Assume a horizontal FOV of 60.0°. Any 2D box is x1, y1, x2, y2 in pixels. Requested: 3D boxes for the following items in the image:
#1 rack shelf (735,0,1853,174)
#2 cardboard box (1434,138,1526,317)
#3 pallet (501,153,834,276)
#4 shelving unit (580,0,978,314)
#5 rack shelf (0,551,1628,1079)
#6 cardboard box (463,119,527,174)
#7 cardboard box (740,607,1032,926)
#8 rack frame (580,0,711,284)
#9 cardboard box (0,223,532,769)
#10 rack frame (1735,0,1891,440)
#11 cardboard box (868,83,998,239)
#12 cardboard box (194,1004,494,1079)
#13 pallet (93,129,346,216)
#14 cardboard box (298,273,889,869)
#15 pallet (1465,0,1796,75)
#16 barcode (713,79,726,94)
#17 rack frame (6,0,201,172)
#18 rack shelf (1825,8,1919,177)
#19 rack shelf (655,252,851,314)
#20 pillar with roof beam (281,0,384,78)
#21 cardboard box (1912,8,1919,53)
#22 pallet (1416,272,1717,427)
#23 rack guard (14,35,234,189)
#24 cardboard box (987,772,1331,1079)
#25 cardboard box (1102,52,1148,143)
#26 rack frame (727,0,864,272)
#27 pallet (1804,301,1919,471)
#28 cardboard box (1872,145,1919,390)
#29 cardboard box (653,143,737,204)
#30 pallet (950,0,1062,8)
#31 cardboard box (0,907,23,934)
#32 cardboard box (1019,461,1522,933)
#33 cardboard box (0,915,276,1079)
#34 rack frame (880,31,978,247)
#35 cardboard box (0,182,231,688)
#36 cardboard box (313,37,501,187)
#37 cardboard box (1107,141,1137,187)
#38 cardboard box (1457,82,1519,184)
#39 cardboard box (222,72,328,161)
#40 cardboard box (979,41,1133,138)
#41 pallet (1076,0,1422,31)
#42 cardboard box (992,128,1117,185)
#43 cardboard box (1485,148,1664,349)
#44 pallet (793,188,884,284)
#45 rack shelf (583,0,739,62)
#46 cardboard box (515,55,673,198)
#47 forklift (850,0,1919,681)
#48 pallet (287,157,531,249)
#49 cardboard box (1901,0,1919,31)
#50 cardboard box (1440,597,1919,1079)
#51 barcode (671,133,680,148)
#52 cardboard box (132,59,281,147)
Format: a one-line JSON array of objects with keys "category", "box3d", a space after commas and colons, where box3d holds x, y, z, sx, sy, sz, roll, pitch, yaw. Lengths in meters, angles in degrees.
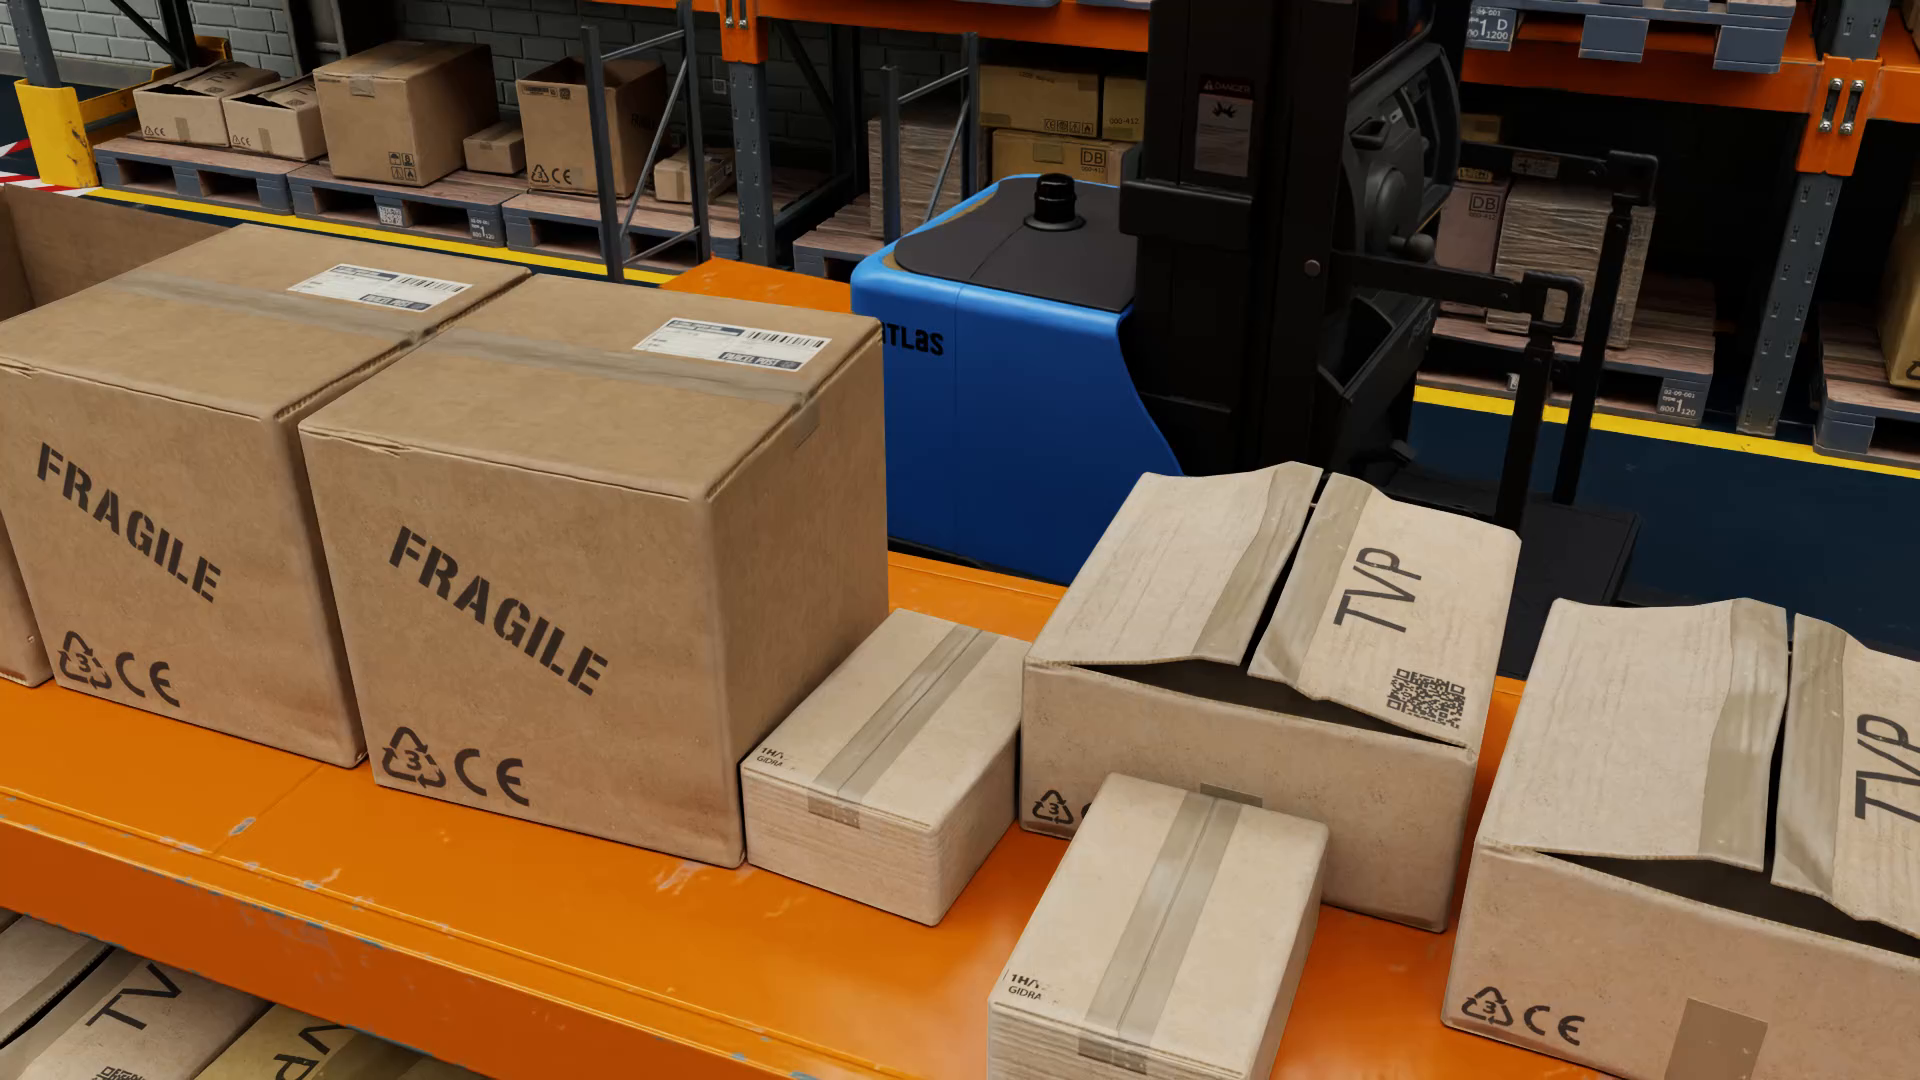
[{"category": "rack shelf", "box3d": [1.154, -1.957, 6.395, 4.000, 0.370, 1.077, 11, 31, 19]}, {"category": "cardboard box", "box3d": [1.886, -1.261, 6.526, 0.500, 0.500, 0.700, 11, 31, 19]}, {"category": "pallet", "box3d": [-1.335, -1.534, 7.750, 1.213, 0.211, 1.003, 11, 31, 19]}, {"category": "shelving unit", "box3d": [-0.520, -0.823, 5.182, 1.083, 1.500, 0.587, 15, 33, 25]}, {"category": "rack shelf", "box3d": [-0.705, 0.240, 2.362, 3.687, 0.071, 0.831, 11, 31, 19]}, {"category": "cardboard box", "box3d": [-2.174, -1.896, 8.005, 0.250, 0.149, 0.380, 9, 31, 15]}, {"category": "cardboard box", "box3d": [-0.055, 0.258, 2.000, 0.250, 0.149, 0.380, 14, 32, 23]}, {"category": "rack frame", "box3d": [-0.974, -0.945, 5.398, 0.032, 1.500, 0.500, 15, 33, 25]}, {"category": "cardboard box", "box3d": [-0.901, -0.085, 2.250, 0.500, 0.500, 0.500, 11, 31, 19]}, {"category": "rack frame", "box3d": [3.007, -1.900, 5.563, 0.127, 3.000, 1.000, 11, 31, 19]}, {"category": "cardboard box", "box3d": [-0.011, -1.615, 7.152, 0.500, 0.500, 0.700, 12, 32, 21]}, {"category": "cardboard box", "box3d": [-0.844, 0.863, 2.472, 0.500, 0.311, 0.500, 12, 32, 20]}, {"category": "pallet", "box3d": [-3.596, -1.986, 8.549, 1.213, 0.211, 1.003, 11, 31, 19]}, {"category": "cardboard box", "box3d": [-0.413, 0.013, 2.077, 0.500, 0.500, 0.500, 10, 31, 16]}, {"category": "pallet", "box3d": [2.306, -1.900, 5.758, 1.003, 0.211, 1.213, 11, 31, 19]}, {"category": "barcode", "box3d": [-1.110, -2.092, 7.671, 0.075, 0.075, 0.001, 11, 31, 19]}, {"category": "rack frame", "box3d": [-4.406, -3.380, 8.182, 0.127, 3.000, 1.000, 11, 31, 19]}, {"category": "rack shelf", "box3d": [4.860, -1.217, 5.086, 4.000, 0.370, 1.077, 11, 31, 19]}, {"category": "rack shelf", "box3d": [-0.528, -0.669, 5.275, 1.000, 0.185, 0.538, 15, 33, 25]}, {"category": "pillar with roof beam", "box3d": [-5.051, -4.294, 3.702, 0.400, 9.000, 9.100, 11, 31, 19]}, {"category": "cardboard box", "box3d": [3.225, -1.633, 5.326, 0.250, 0.149, 0.380, 11, 31, 18]}, {"category": "pallet", "box3d": [2.283, -0.831, 6.506, 1.213, 0.211, 1.003, 11, 31, 19]}, {"category": "rack guard", "box3d": [-4.336, -2.278, 8.772, 0.348, 0.500, 1.175, 11, 31, 19]}, {"category": "cardboard box", "box3d": [0.211, 0.428, 1.699, 0.250, 0.149, 0.380, 11, 31, 19]}, {"category": "cardboard box", "box3d": [0.881, -1.767, 6.659, 0.500, 0.250, 0.500, 10, 31, 18]}, {"category": "rack frame", "box3d": [-0.700, -2.640, 6.873, 0.127, 3.000, 1.000, 11, 31, 19]}, {"category": "pallet", "box3d": [3.709, -0.506, 5.931, 1.213, 0.211, 1.003, 11, 31, 19]}, {"category": "cardboard box", "box3d": [3.639, -0.951, 5.642, 0.750, 0.750, 0.750, 11, 31, 18]}, {"category": "cardboard box", "box3d": [-1.207, -1.684, 7.612, 0.250, 0.166, 0.380, 7, 30, 13]}, {"category": "pallet", "box3d": [-0.046, -2.349, 6.552, 1.213, 0.211, 1.003, 11, 31, 19]}, {"category": "cardboard box", "box3d": [-1.808, 0.674, 2.806, 0.500, 0.311, 0.500, 11, 31, 19]}, {"category": "cardboard box", "box3d": [0.392, 0.144, 2.037, 0.500, 0.311, 0.500, 11, 31, 19]}, {"category": "cardboard box", "box3d": [-1.327, 0.770, 2.638, 0.500, 0.311, 0.500, 10, 31, 17]}, {"category": "rack frame", "box3d": [-0.081, -0.706, 4.975, 0.032, 1.500, 0.500, 15, 33, 25]}, {"category": "cardboard box", "box3d": [-1.365, -0.177, 2.414, 0.500, 0.500, 0.500, 14, 32, 23]}, {"category": "cardboard box", "box3d": [-2.610, -2.050, 7.923, 0.500, 0.500, 0.700, 9, 31, 16]}, {"category": "cardboard box", "box3d": [0.944, -1.429, 6.824, 0.500, 0.500, 0.700, 12, 32, 20]}, {"category": "cardboard box", "box3d": [1.815, -1.573, 6.316, 0.500, 0.250, 0.500, 12, 32, 20]}, {"category": "cardboard box", "box3d": [-3.271, -2.127, 8.250, 0.500, 0.311, 0.500, 14, 32, 23]}, {"category": "cardboard box", "box3d": [0.398, -1.861, 6.826, 0.500, 0.250, 0.500, 11, 31, 18]}, {"category": "pallet", "box3d": [1.157, -2.164, 6.225, 1.213, 0.211, 1.003, 11, 31, 19]}, {"category": "cardboard box", "box3d": [0.486, -1.542, 7.023, 0.500, 0.500, 0.700, 11, 31, 18]}, {"category": "cardboard box", "box3d": [2.320, -1.113, 6.264, 0.500, 0.500, 0.700, 12, 32, 20]}, {"category": "pallet", "box3d": [0.022, -1.283, 7.305, 1.213, 0.211, 1.003, 11, 31, 19]}, {"category": "rack shelf", "box3d": [-2.553, -2.697, 7.704, 4.000, 0.370, 1.077, 11, 31, 19]}, {"category": "cardboard box", "box3d": [-1.676, -1.917, 7.687, 0.500, 0.500, 0.500, 9, 31, 15]}, {"category": "forklift", "box3d": [1.238, -0.918, 3.896, 3.031, 2.935, 1.130, 15, 33, 25]}, {"category": "pallet", "box3d": [-2.470, -1.759, 8.148, 1.213, 0.211, 1.003, 11, 31, 19]}, {"category": "cardboard box", "box3d": [3.405, -1.856, 5.720, 0.250, 0.149, 0.380, 12, 32, 20]}, {"category": "cardboard box", "box3d": [0.827, 0.311, 1.742, 0.500, 0.311, 0.500, 13, 32, 22]}, {"category": "barcode", "box3d": [-1.375, -1.916, 7.969, 0.075, 0.075, 0.001, 11, 31, 19]}, {"category": "cardboard box", "box3d": [-3.799, -2.232, 8.436, 0.500, 0.311, 0.500, 8, 30, 13]}]
